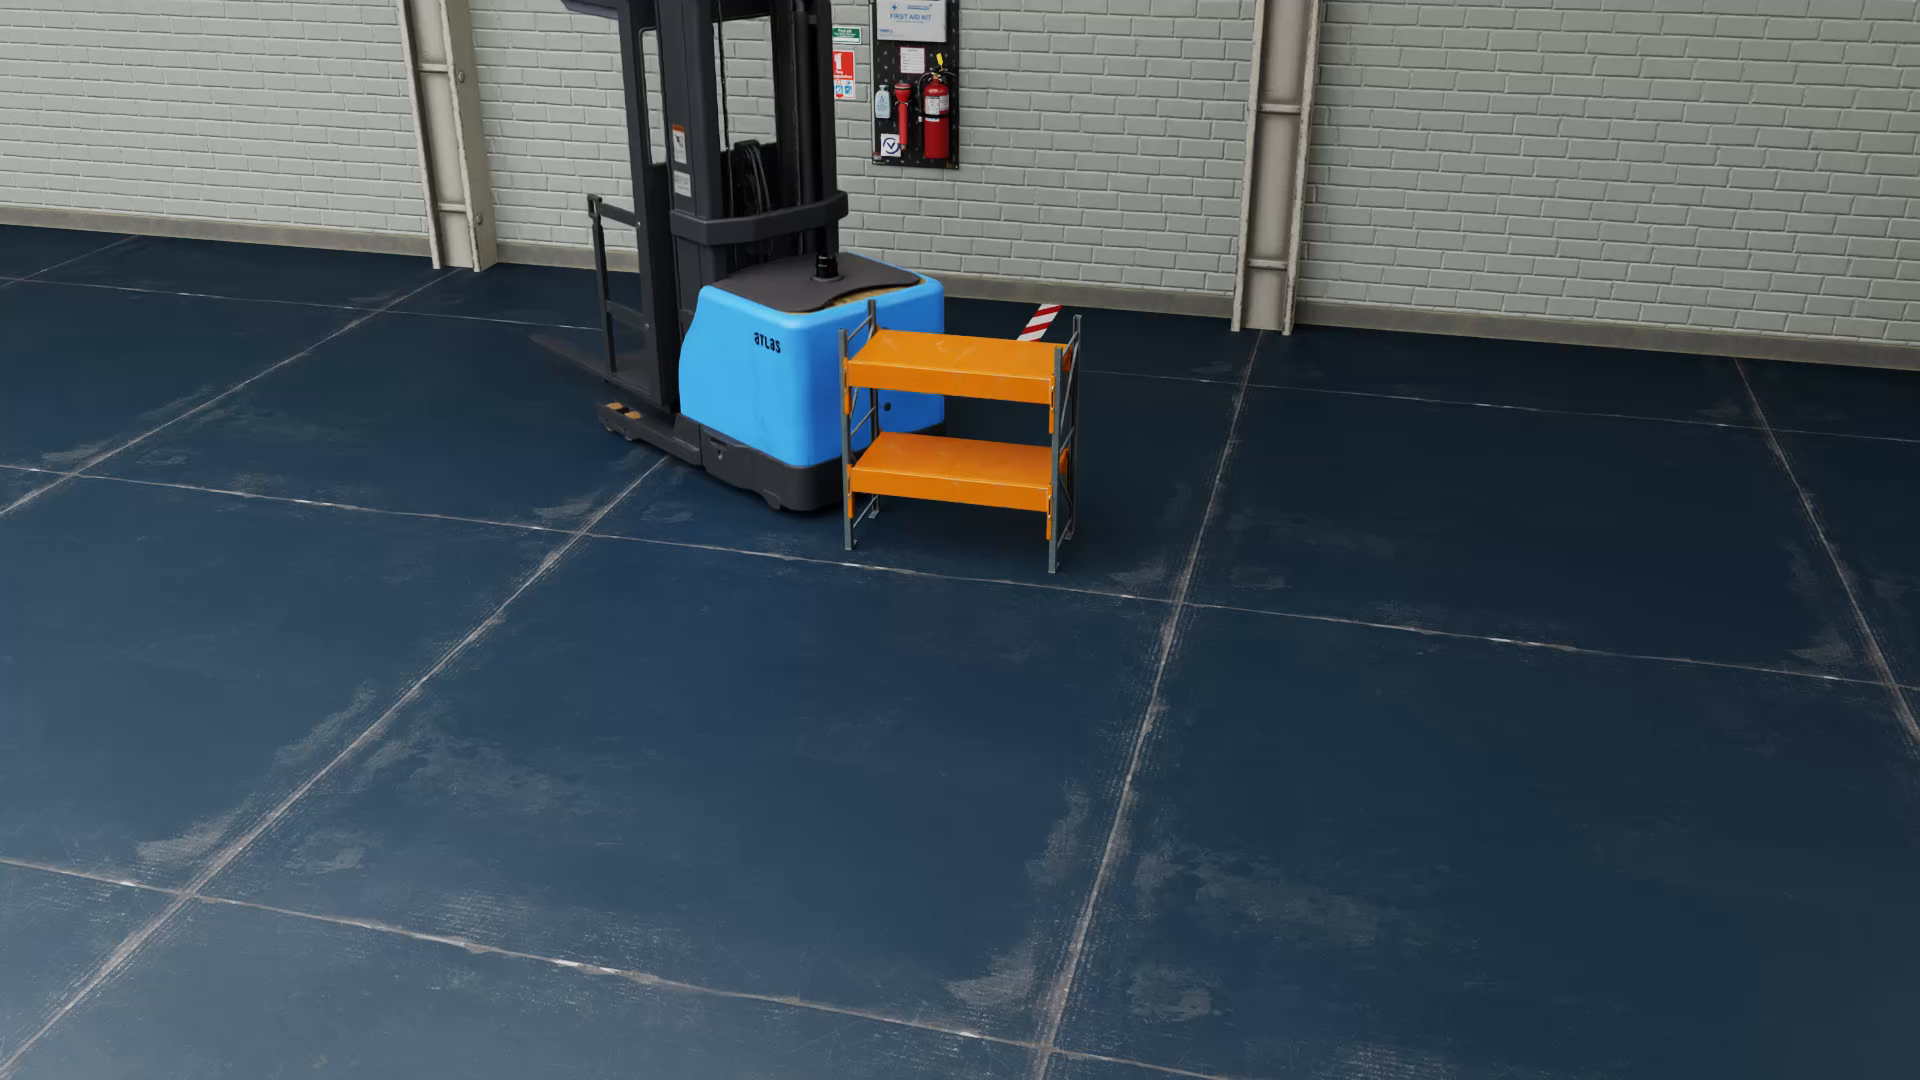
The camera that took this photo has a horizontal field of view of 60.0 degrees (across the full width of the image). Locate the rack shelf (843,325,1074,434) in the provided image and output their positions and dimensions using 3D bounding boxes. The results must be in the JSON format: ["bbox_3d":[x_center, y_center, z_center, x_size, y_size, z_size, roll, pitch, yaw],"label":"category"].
[{"bbox_3d":[0.007,-0.771,7.881,1.000,0.278,0.538,6,26,13],"label":"rack shelf"}]

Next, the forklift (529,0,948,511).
[{"bbox_3d":[-1.433,-2.016,9.074,1.130,2.935,3.031,-22,33,-38],"label":"forklift"}]

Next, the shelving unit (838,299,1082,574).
[{"bbox_3d":[0.007,-0.507,8.007,1.048,1.125,0.538,6,26,13],"label":"shelving unit"}]

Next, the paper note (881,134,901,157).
[{"bbox_3d":[-0.480,-2.739,11.538,0.142,0.148,0.016,6,26,13],"label":"paper note"}]

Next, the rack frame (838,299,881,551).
[{"bbox_3d":[-0.486,-0.562,8.121,0.032,1.125,0.500,6,26,13],"label":"rack frame"}]

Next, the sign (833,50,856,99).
[{"bbox_3d":[-0.836,-3.207,11.455,0.234,0.329,0.001,6,26,13],"label":"sign"}]

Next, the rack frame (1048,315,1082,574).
[{"bbox_3d":[0.499,-0.453,7.892,0.032,1.125,0.500,6,26,13],"label":"rack frame"}]

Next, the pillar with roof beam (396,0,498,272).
[{"bbox_3d":[-4.825,-4.367,6.954,0.400,9.000,9.100,6,26,13],"label":"pillar with roof beam"}]

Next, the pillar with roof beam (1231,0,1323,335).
[{"bbox_3d":[0.986,-3.725,5.605,0.400,9.000,9.100,6,26,13],"label":"pillar with roof beam"}]

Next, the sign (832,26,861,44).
[{"bbox_3d":[-0.833,-3.442,11.332,0.331,0.109,0.001,6,26,13],"label":"sign"}]

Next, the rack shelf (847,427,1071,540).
[{"bbox_3d":[0.007,-0.286,8.112,1.000,0.278,0.538,6,26,13],"label":"rack shelf"}]

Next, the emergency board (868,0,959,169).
[{"bbox_3d":[-0.326,-3.089,11.248,0.643,1.169,0.194,6,26,13],"label":"emergency board"}]
